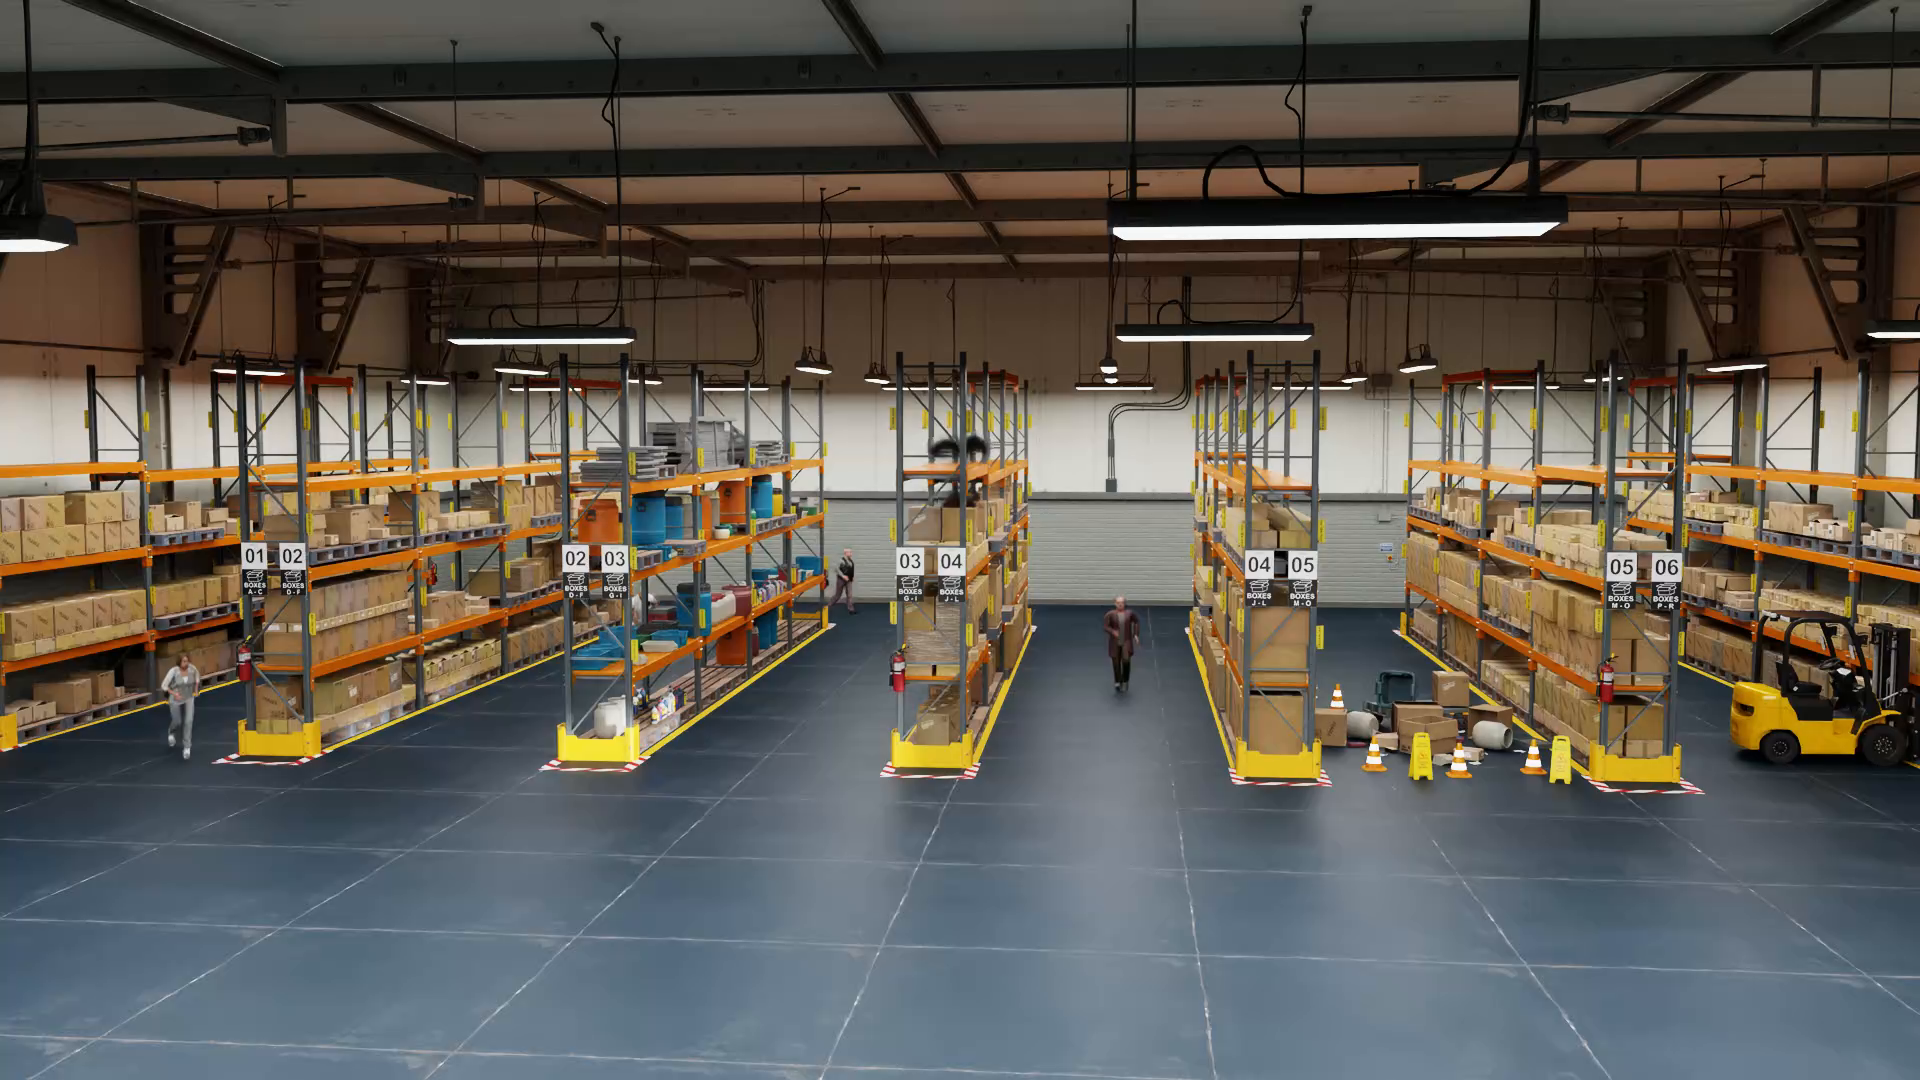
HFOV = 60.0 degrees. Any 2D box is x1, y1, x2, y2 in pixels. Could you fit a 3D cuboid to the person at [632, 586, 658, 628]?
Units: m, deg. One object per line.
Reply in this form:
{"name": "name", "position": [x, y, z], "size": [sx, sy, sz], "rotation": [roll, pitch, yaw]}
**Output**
{"name": "person", "position": [-6.675, 1.746, 34.992], "size": [0.629, 1.628, 1.004], "rotation": [-1, 4, -14]}

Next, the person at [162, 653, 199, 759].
{"name": "person", "position": [-11.695, 2.440, 24.959], "size": [0.570, 1.544, 1.009], "rotation": [-4, 5, -42]}

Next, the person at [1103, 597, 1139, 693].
{"name": "person", "position": [2.981, 1.936, 30.779], "size": [0.678, 1.780, 0.826], "rotation": [0, 4, 5]}

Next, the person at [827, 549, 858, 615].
{"name": "person", "position": [-2.928, 1.079, 42.762], "size": [0.977, 1.700, 0.682], "rotation": [4, 5, 42]}
